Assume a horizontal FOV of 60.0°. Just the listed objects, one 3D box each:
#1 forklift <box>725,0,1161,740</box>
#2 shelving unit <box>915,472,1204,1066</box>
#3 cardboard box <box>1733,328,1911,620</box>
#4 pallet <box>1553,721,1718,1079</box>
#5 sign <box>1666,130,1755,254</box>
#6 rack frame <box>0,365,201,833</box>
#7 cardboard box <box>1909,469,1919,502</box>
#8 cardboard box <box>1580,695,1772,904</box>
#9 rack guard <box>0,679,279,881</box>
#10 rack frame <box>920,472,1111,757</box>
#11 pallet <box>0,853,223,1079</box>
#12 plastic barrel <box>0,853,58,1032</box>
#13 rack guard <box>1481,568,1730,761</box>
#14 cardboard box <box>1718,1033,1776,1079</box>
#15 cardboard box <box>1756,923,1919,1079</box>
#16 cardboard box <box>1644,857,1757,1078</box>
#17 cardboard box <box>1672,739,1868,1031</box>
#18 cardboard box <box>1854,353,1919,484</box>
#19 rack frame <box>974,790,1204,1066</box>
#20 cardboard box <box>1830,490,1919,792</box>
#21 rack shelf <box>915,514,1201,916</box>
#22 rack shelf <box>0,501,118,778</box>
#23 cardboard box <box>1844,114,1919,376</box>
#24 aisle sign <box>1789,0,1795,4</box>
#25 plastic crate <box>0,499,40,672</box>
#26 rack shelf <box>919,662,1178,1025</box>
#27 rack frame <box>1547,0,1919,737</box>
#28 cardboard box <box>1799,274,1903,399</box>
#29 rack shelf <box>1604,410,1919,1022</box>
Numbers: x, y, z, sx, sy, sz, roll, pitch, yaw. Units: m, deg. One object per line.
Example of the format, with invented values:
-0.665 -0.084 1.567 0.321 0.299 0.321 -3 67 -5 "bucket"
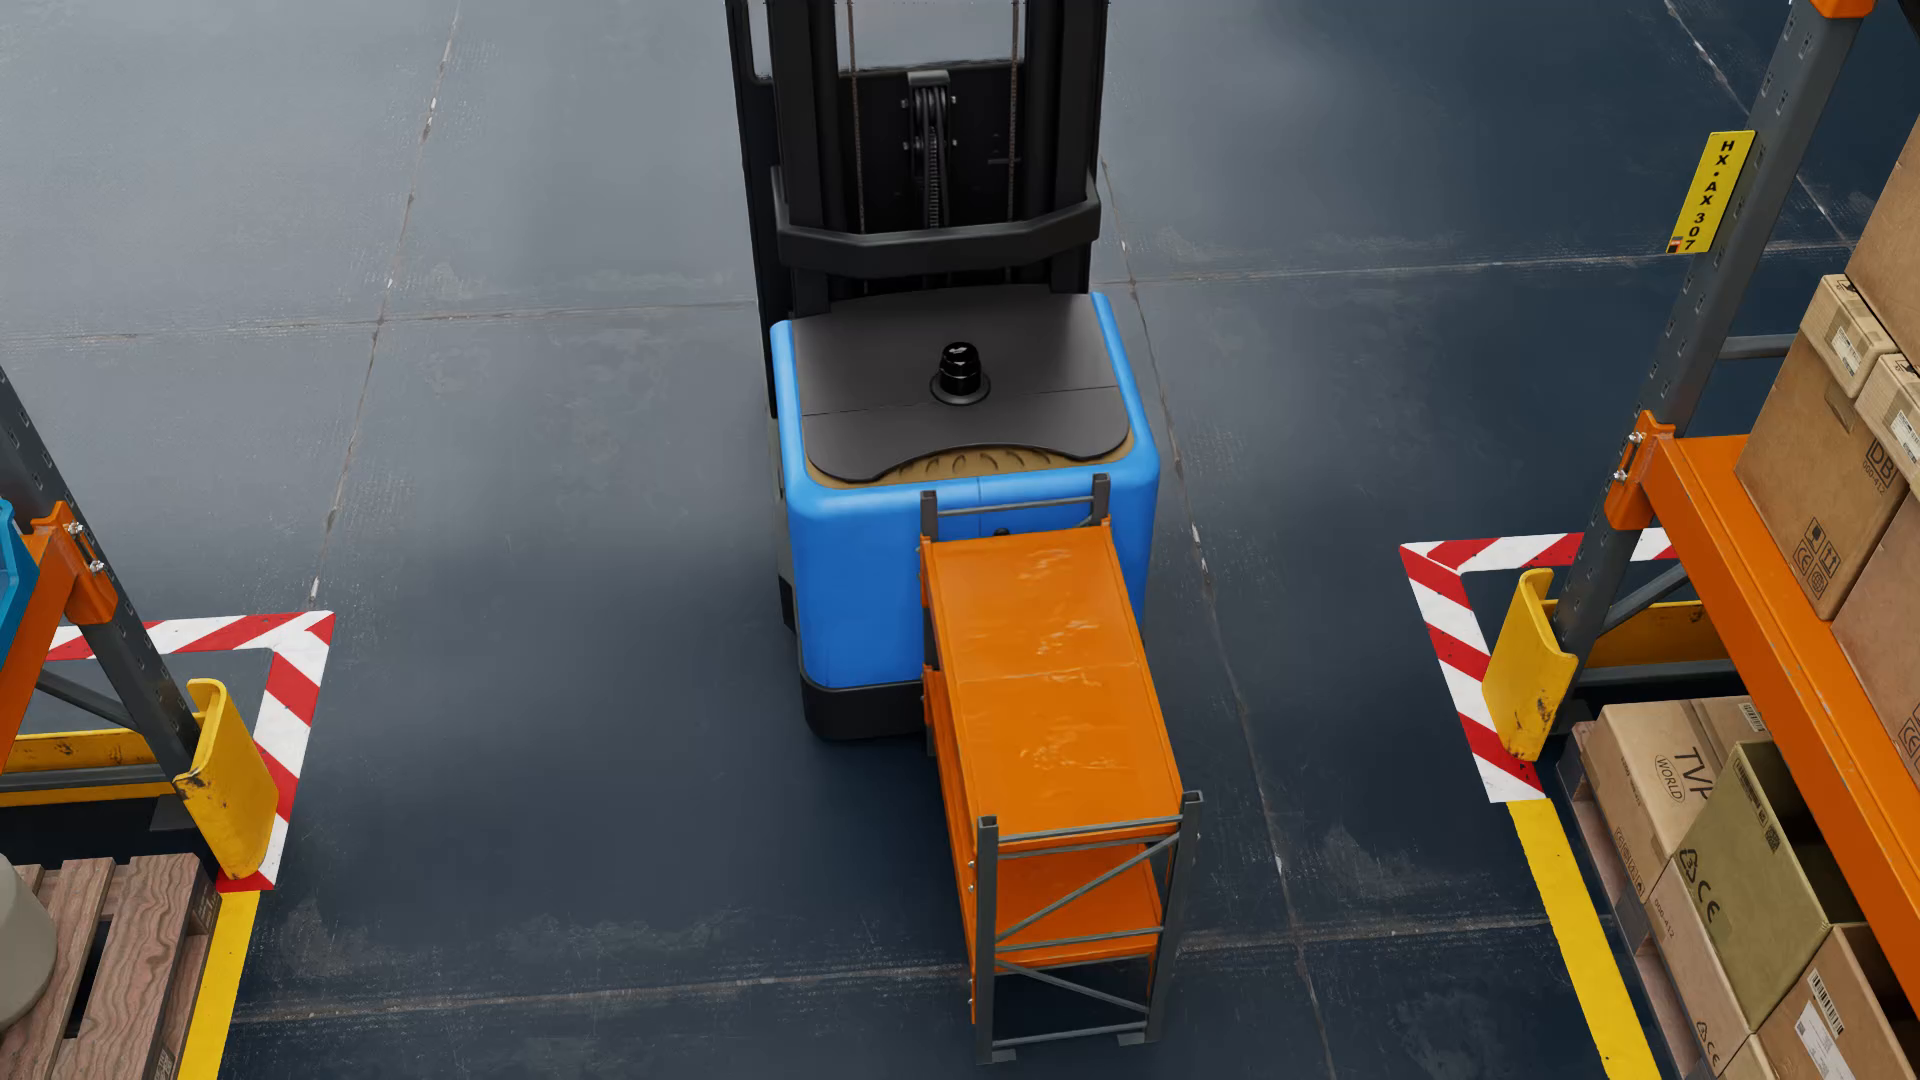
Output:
-0.155 -1.478 5.131 1.130 2.935 3.031 -6 47 -6 "forklift"
0.216 0.611 4.397 0.538 1.125 1.048 -6 47 -6 "shelving unit"
2.282 -0.186 3.792 0.700 0.500 0.500 -3 47 -3 "cardboard box"
2.362 1.019 4.639 1.003 0.211 1.213 -3 47 -3 "pallet"
1.702 -0.786 3.778 0.100 0.325 0.005 -3 47 -3 "sign"
-2.680 -0.192 3.866 1.000 3.000 0.127 -3 47 -3 "rack frame"
2.118 -0.080 3.244 0.380 0.149 0.250 -3 47 -3 "cardboard box"
2.079 0.712 4.614 0.500 0.250 0.500 -3 47 -3 "cardboard box"
-2.627 0.720 4.724 1.175 0.500 0.348 -3 47 -3 "rack guard"
0.145 0.245 4.743 0.500 1.125 0.032 -6 47 -6 "rack frame"
-2.565 1.407 4.272 1.003 0.211 1.213 -3 47 -3 "pallet"
-2.549 0.990 4.170 0.421 0.512 0.421 0 47 0 "plastic barrel"
2.254 0.352 5.073 1.175 0.500 0.348 -3 47 -3 "rack guard"
2.166 1.435 3.929 0.500 0.250 0.500 -3 47 -3 "cardboard box"
2.178 1.177 3.658 0.500 0.500 0.500 -3 47 -3 "cardboard box"
2.125 1.074 4.272 0.500 0.250 0.500 -3 47 -3 "cardboard box"
2.123 0.816 3.999 0.500 0.500 0.500 -3 47 -3 "cardboard box"
2.099 -0.260 3.415 0.380 0.149 0.250 -5 47 -4 "cardboard box"
0.288 0.976 4.051 0.500 1.125 0.032 -6 47 -6 "rack frame"
2.331 0.193 3.432 0.700 0.500 0.500 -2 47 -2 "cardboard box"
0.216 0.409 4.185 0.538 0.278 1.000 -6 47 -6 "rack shelf"
-2.513 1.502 2.757 1.077 0.370 4.000 -3 47 -3 "rack shelf"
2.287 -0.594 3.284 0.700 0.500 0.500 -3 47 -3 "cardboard box"
1.945 -1.413 3.232 0.394 0.787 0.004 -3 47 -3 "aisle sign"
-2.340 0.203 3.594 0.499 0.251 0.616 -3 47 -3 "plastic crate"
0.216 0.779 4.575 0.538 0.278 1.000 -6 47 -6 "rack shelf"
2.256 -0.490 4.149 1.000 3.000 0.127 -3 47 -3 "rack frame"
2.074 -0.451 3.595 0.380 0.149 0.250 -4 47 -4 "cardboard box"
2.423 1.204 3.039 1.077 0.370 4.000 -3 47 -3 "rack shelf"
